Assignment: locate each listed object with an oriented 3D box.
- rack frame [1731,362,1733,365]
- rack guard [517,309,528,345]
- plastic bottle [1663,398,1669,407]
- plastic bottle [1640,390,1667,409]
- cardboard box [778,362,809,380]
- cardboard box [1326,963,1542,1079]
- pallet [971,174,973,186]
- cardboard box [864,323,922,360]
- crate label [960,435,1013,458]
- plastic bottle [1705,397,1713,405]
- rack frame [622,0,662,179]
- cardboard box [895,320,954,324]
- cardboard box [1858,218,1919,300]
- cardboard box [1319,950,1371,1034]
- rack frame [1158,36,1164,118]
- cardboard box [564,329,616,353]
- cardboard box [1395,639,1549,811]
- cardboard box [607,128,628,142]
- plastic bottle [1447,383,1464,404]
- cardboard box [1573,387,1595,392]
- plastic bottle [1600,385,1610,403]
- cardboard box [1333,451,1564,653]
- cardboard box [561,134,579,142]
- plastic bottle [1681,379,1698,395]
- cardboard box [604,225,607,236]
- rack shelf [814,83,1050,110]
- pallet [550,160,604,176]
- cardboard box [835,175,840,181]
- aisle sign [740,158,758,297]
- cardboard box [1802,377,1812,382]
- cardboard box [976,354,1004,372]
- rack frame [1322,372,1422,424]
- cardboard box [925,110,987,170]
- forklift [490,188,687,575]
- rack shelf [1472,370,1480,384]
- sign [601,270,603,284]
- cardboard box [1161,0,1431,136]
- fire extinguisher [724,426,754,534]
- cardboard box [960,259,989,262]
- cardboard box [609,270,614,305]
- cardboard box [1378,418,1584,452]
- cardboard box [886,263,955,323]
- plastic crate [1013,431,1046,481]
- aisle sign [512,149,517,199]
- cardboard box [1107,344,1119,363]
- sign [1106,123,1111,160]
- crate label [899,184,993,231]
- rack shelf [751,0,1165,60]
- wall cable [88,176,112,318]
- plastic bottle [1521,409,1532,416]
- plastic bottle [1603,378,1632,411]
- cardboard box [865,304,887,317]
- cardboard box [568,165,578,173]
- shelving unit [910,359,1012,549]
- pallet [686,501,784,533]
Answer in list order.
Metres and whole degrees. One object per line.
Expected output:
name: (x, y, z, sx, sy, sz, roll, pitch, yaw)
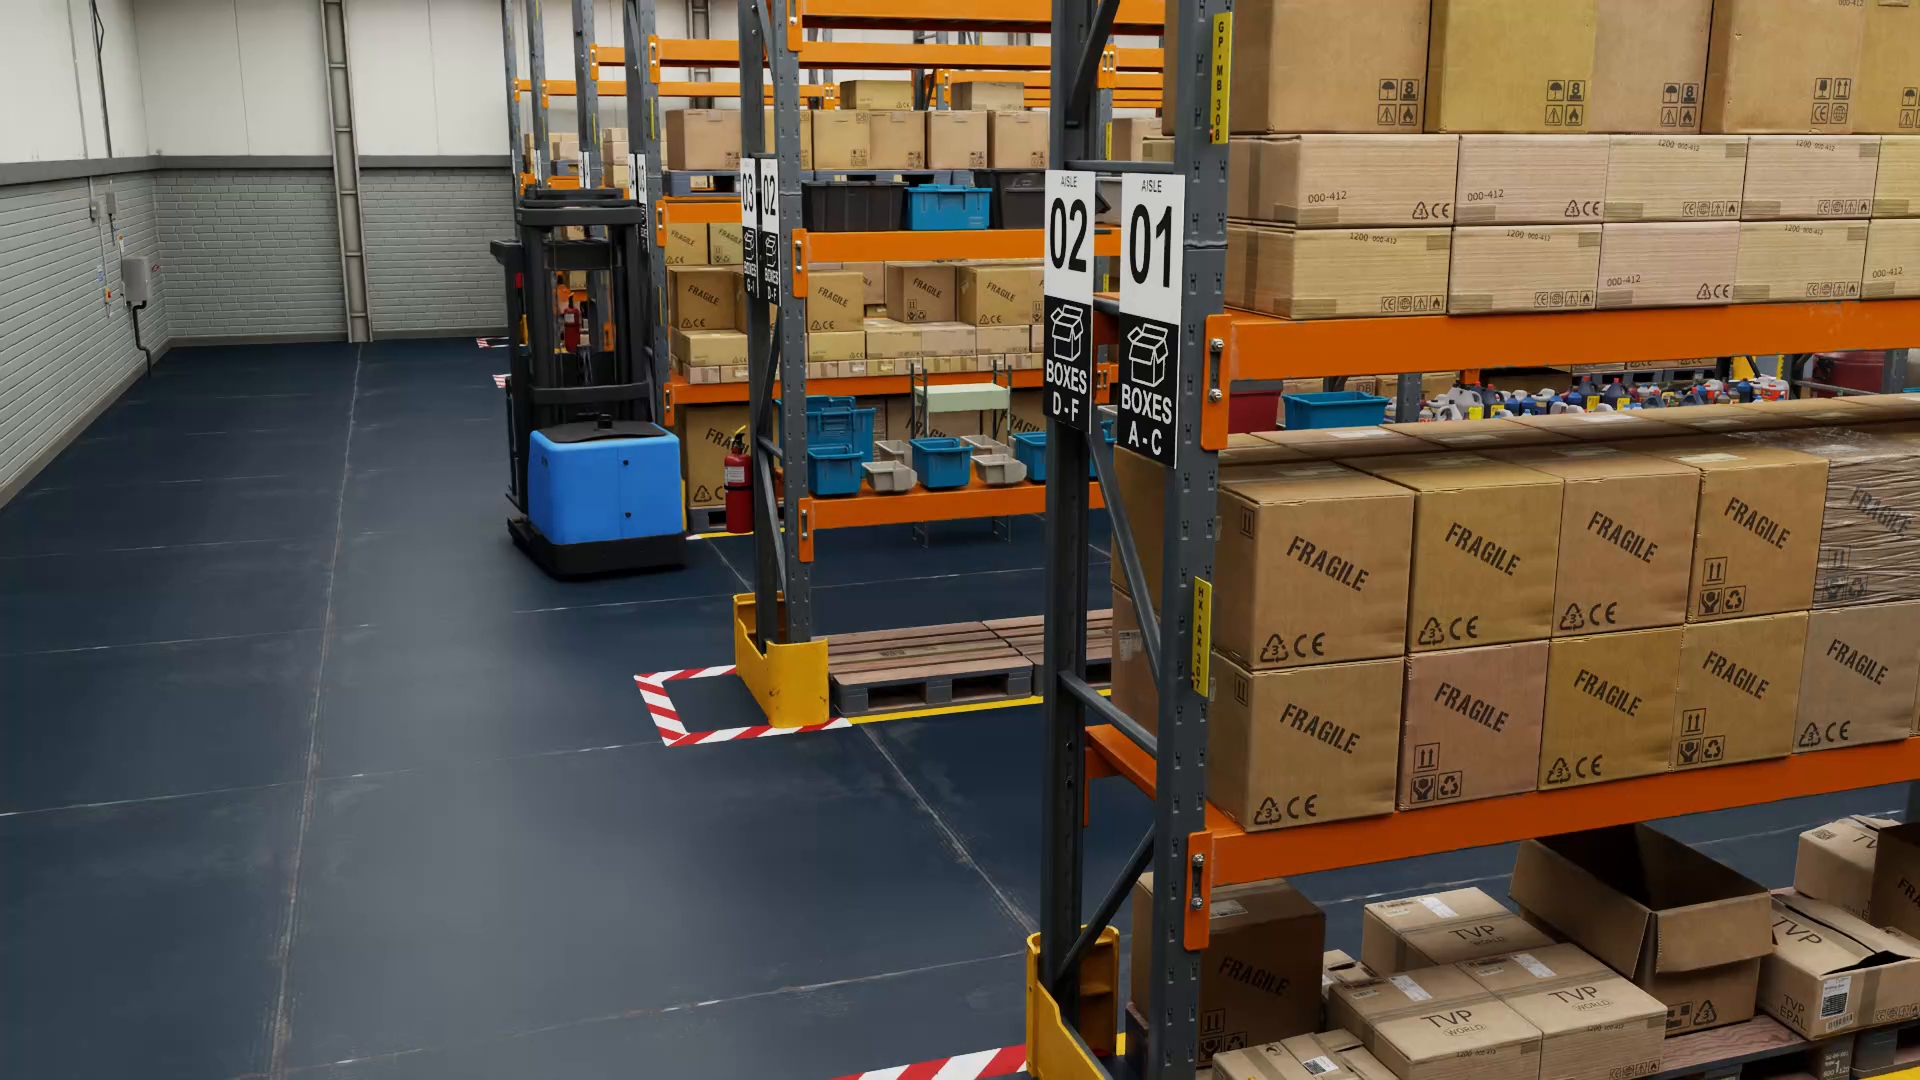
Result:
rack frame: (11.022, -3.876, 23.956, 0.127, 3.000, 1.000, -4, 14, -18)
rack guard: (-7.331, -3.651, 28.413, 0.348, 0.500, 1.175, -4, 14, -18)
plastic bottle: (4.854, -0.829, 11.400, 0.133, 0.283, 0.061, -4, 14, -18)
plastic bottle: (4.709, -0.846, 11.325, 0.185, 0.351, 0.144, -4, 14, -18)
cardboard box: (-1.482, -1.489, 14.465, 0.250, 0.149, 0.380, -5, 14, -19)
cardboard box: (1.579, 1.682, 5.581, 0.500, 0.250, 0.500, -4, 14, -18)
pallet: (0.268, -4.381, 20.001, 1.003, 0.211, 1.213, -4, 14, -18)
cardboard box: (-0.654, -1.764, 14.757, 0.500, 0.250, 0.500, -5, 14, -19)
crate label: (0.174, -0.559, 10.449, 0.243, 0.136, 0.396, -4, 14, -18)
plastic bottle: (5.175, -0.840, 11.442, 0.133, 0.283, 0.061, -4, 14, -18)
rack frame: (-2.656, -4.519, 13.693, 0.127, 3.000, 1.000, -4, 14, -18)
cardboard box: (-0.356, -1.915, 15.391, 0.500, 0.250, 0.500, -4, 14, -17)
cardboard box: (2.966, -0.941, 5.459, 0.500, 0.250, 0.500, -4, 14, -18)
cardboard box: (1.349, 1.633, 5.967, 0.250, 0.166, 0.380, -4, 14, -18)
rack frame: (3.970, -8.666, 31.129, 0.127, 3.000, 1.000, -4, 14, -18)
cardboard box: (-5.223, -2.802, 24.069, 0.875, 0.438, 0.875, -5, 14, -20)
cardboard box: (1.492, 0.510, 5.300, 0.500, 0.500, 0.500, -5, 14, -19)
cardboard box: (-3.763, -4.493, 18.448, 0.250, 0.149, 0.380, -5, 14, -19)
plastic bottle: (3.481, -0.924, 11.654, 0.185, 0.351, 0.144, -4, 14, -18)
cardboard box: (6.611, -1.329, 17.700, 0.500, 0.500, 0.700, -3, 14, -13)
plastic bottle: (4.678, -0.980, 12.050, 0.135, 0.276, 0.152, -4, 14, -18)
cardboard box: (1.498, 0.023, 5.188, 0.500, 0.500, 0.500, -4, 14, -17)
cardboard box: (-6.415, -6.647, 27.725, 0.500, 0.250, 0.500, -5, 14, -18)
plastic bottle: (5.412, -1.052, 12.337, 0.133, 0.283, 0.061, -4, 14, -18)
cardboard box: (-4.784, -4.321, 23.450, 0.500, 0.500, 0.500, -5, 14, -20)
rack shelf: (-0.130, -6.590, 24.821, 4.000, 0.370, 1.077, -4, 14, -18)
pallet: (-5.117, -5.247, 23.427, 1.213, 0.211, 1.003, -4, 14, -18)
cardboard box: (-1.688, -4.209, 19.199, 0.500, 0.250, 0.500, -5, 14, -19)
aisle sign: (-1.238, -1.837, 9.767, 0.004, 0.787, 0.394, -4, 14, -18)
cardboard box: (9.649, -1.538, 18.623, 0.500, 0.500, 0.500, 0, 13, 0)
cardboard box: (0.219, -1.622, 15.021, 0.250, 0.149, 0.380, -4, 14, -17)
rack frame: (2.715, -0.809, 11.061, 0.127, 3.000, 1.000, -4, 14, -18)
cardboard box: (-0.099, -3.546, 14.748, 0.500, 0.500, 0.700, -4, 14, -15)
forklift: (-3.236, -1.448, 13.898, 1.130, 2.935, 3.031, -6, 15, -24)
rack shelf: (6.822, -1.988, 17.573, 4.000, 0.370, 1.077, -4, 14, -18)
sign: (-3.969, -2.997, 18.391, 0.005, 0.325, 0.100, -4, 14, -18)
cardboard box: (0.982, -1.463, 4.952, 0.500, 0.500, 0.700, -4, 14, -18)
fire extinguisher: (-1.364, -0.383, 10.244, 0.183, 0.674, 0.296, -4, 14, -18)
cardboard box: (0.169, -3.290, 19.843, 0.250, 0.149, 0.380, -4, 14, -15)
cardboard box: (-3.798, -2.978, 19.322, 0.500, 0.500, 0.500, -4, 14, -17)
cardboard box: (1.802, -0.132, 5.839, 0.500, 0.500, 0.500, -4, 14, -17)
cardboard box: (-0.361, -2.278, 15.300, 0.500, 0.500, 0.500, -5, 14, -20)
plastic crate: (0.510, -0.505, 10.014, 0.300, 0.233, 0.416, -4, 14, -18)
aisle sign: (-7.374, -6.057, 27.507, 0.004, 0.787, 0.394, -4, 14, -18)
cardboard box: (1.651, -1.923, 15.529, 0.500, 0.500, 0.500, -4, 14, -18)
sign: (1.313, -3.523, 14.701, 0.005, 0.325, 0.100, -4, 14, -18)
crate label: (-0.099, -1.898, 9.479, 0.502, 0.251, 0.408, -4, 14, -18)
rack shelf: (0.819, -3.035, 9.876, 4.000, 0.370, 1.077, -4, 14, -18)
wall cable: (-11.154, -3.862, 21.632, 0.123, 1.953, 0.585, -4, 14, -18)
plastic bottle: (3.740, -0.726, 10.993, 0.097, 0.271, 0.097, 0, 13, 0)
plastic bottle: (4.702, -0.982, 11.897, 0.185, 0.351, 0.144, -4, 14, -18)
cardboard box: (-1.029, -2.746, 19.749, 0.250, 0.149, 0.380, -4, 14, -16)
cardboard box: (-6.538, -6.212, 27.836, 0.250, 0.149, 0.380, -4, 14, -18)
shelving unit: (0.006, -0.730, 13.971, 0.755, 1.500, 0.431, -4, 14, -18)
pallet: (-1.923, -0.319, 15.030, 1.213, 0.211, 1.003, -4, 14, -18)
